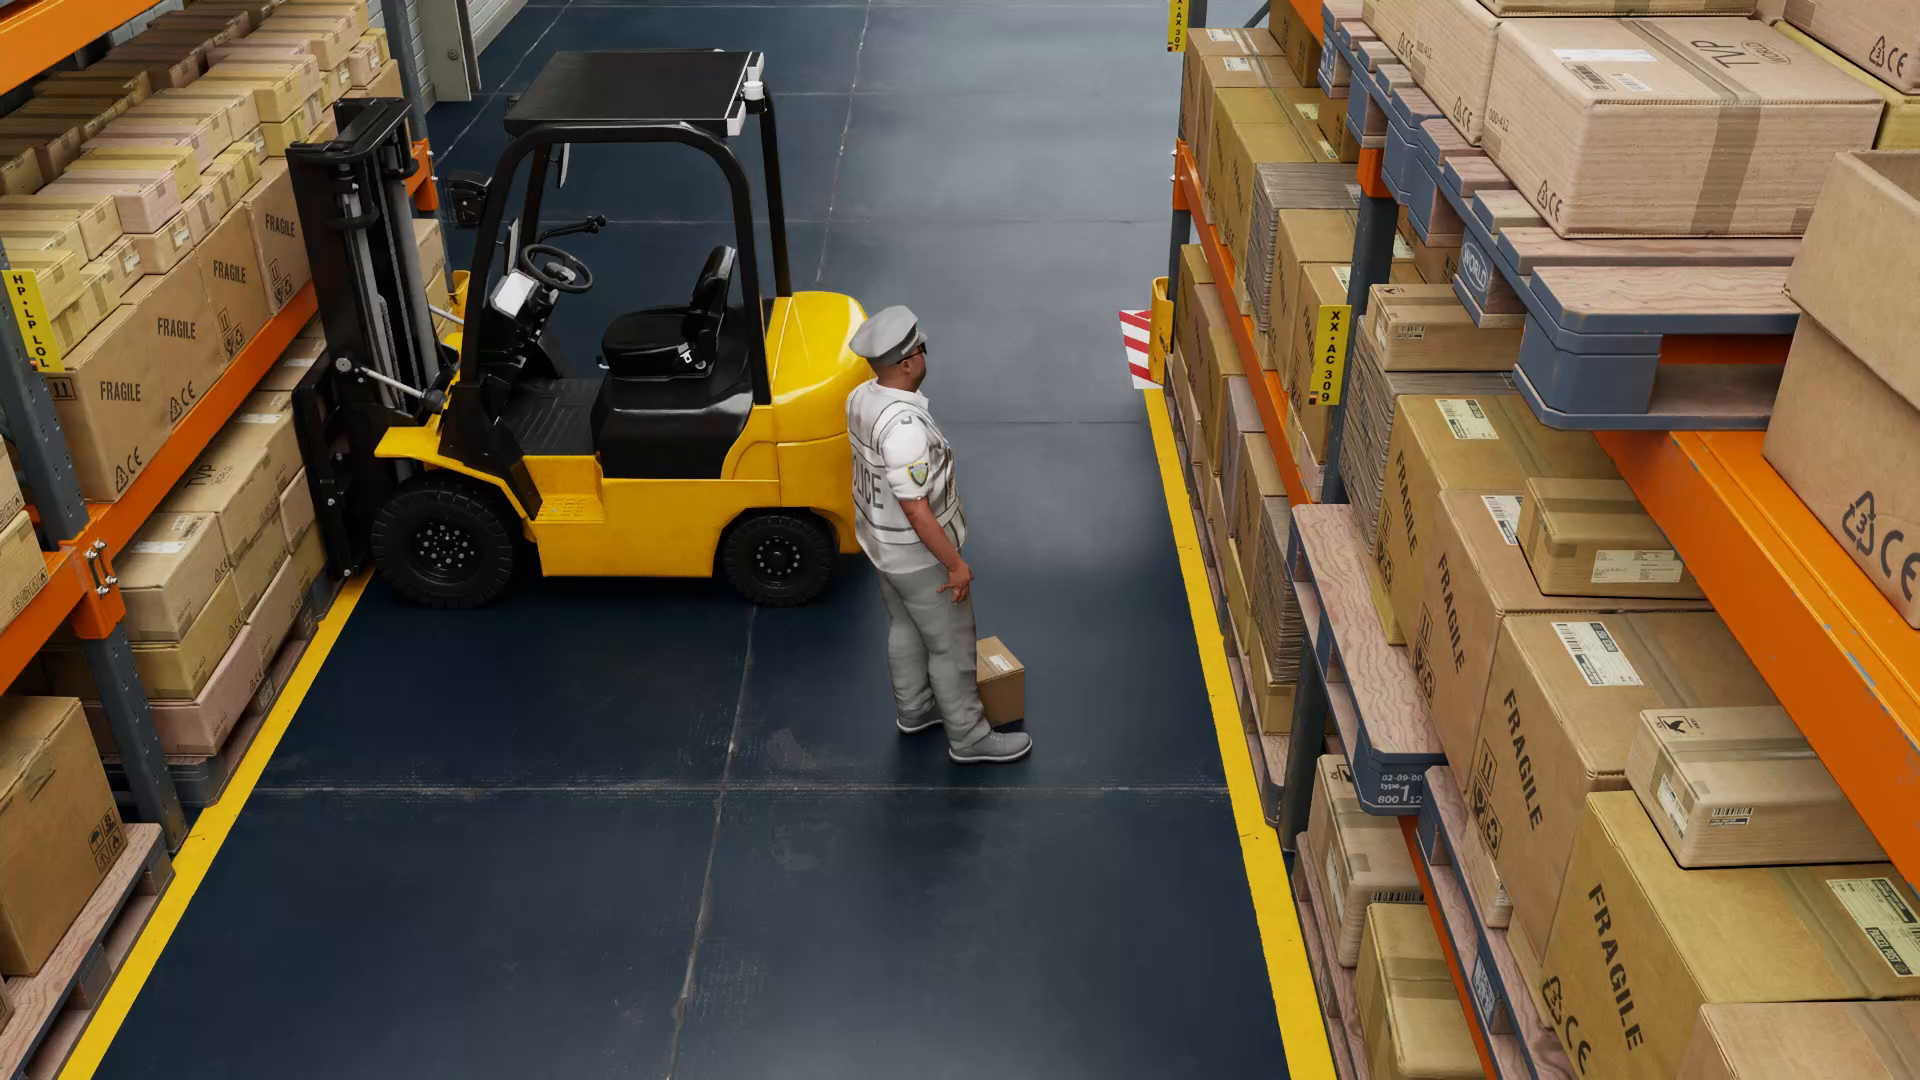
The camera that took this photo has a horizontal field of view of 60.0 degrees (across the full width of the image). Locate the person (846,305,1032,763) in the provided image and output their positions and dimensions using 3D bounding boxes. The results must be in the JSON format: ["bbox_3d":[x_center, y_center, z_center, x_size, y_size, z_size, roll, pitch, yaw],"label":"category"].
[{"bbox_3d":[-0.092,-0.019,6.114,0.575,1.780,0.640,-13,34,-21],"label":"person"}]
